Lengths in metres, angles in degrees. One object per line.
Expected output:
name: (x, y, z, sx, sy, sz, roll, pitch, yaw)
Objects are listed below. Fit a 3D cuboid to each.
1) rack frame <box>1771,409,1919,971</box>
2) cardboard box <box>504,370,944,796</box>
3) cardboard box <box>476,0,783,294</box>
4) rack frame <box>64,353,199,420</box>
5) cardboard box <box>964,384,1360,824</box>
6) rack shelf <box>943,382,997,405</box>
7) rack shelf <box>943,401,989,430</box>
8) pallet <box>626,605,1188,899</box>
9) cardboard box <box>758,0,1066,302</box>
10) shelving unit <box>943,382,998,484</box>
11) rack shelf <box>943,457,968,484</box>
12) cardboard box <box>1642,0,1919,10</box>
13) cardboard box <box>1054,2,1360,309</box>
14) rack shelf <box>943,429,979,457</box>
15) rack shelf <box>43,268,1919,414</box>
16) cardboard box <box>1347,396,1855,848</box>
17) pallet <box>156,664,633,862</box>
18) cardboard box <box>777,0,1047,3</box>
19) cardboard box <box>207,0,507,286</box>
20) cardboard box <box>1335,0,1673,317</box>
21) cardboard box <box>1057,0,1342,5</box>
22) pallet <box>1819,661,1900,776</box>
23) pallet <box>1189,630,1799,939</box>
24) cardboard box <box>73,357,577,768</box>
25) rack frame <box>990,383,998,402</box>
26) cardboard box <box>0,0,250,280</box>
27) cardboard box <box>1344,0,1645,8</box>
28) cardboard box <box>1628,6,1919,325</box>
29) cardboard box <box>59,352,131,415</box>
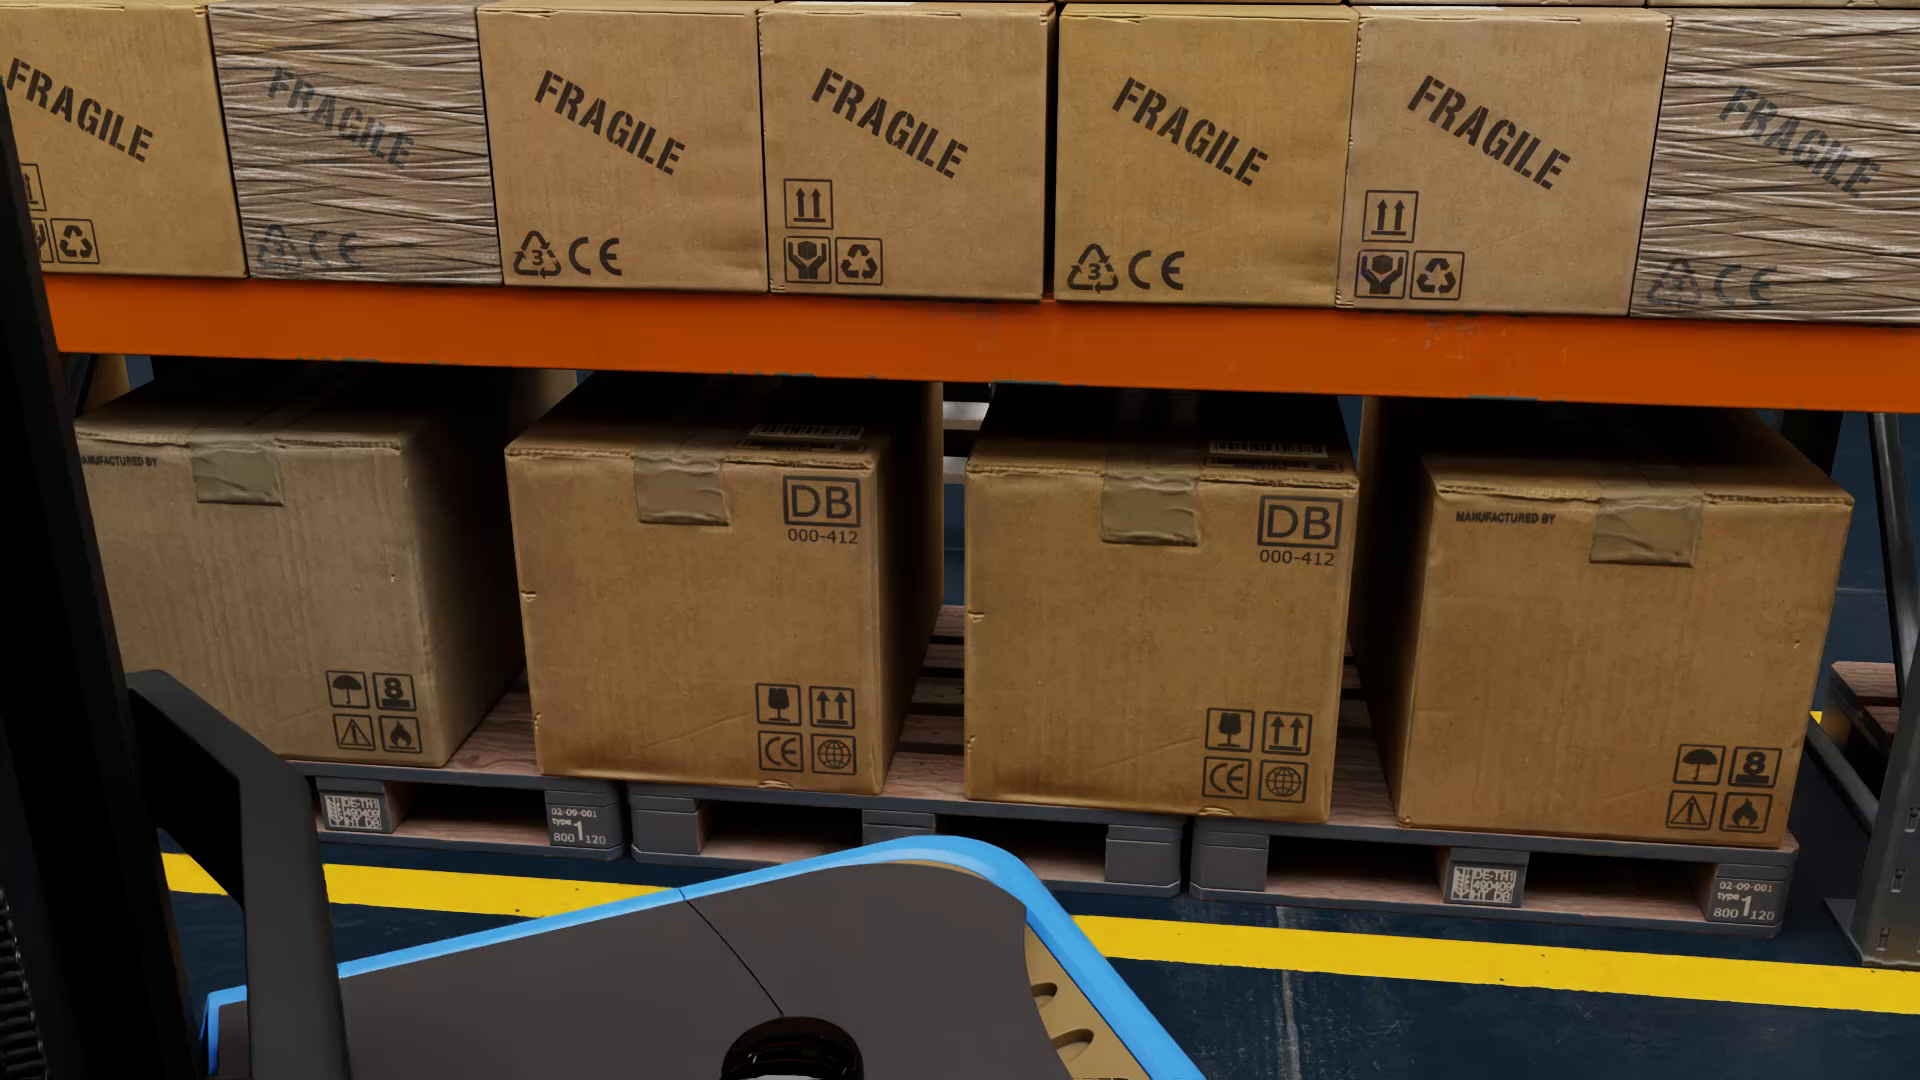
rack frame: (1.912, -0.728, 3.201, 0.127, 3.000, 1.000, 2, 22, 6)
cardboard box: (-0.476, -0.013, 3.881, 0.750, 0.750, 1.050, 2, 22, 6)
cardboard box: (-0.572, -0.782, 3.203, 0.500, 0.500, 0.500, 2, 22, 6)
rack frame: (-2.060, -0.901, 3.639, 0.127, 3.000, 1.000, 2, 22, 6)
cardboard box: (0.449, 0.027, 3.780, 0.750, 0.750, 1.050, 3, 22, 7)
rack shelf: (0.008, -0.471, 5.253, 0.200, 0.077, 0.258, 2, 22, 6)
rack shelf: (0.008, -0.387, 5.286, 0.200, 0.077, 0.258, 2, 22, 6)
pallet: (-0.070, 0.454, 4.005, 1.213, 0.211, 1.003, 2, 22, 6)
cardboard box: (-0.068, -0.760, 3.147, 0.500, 0.500, 0.500, 3, 22, 7)
shelving unit: (0.008, -0.418, 5.273, 0.210, 0.900, 0.258, 2, 22, 6)
rack shelf: (0.008, -0.220, 5.352, 0.200, 0.077, 0.258, 2, 22, 6)
cardboard box: (1.467, -1.262, 3.057, 0.500, 0.500, 0.700, 2, 22, 6)
cardboard box: (0.441, -0.740, 3.095, 0.500, 0.500, 0.500, 2, 22, 5)
rack shelf: (0.008, -0.303, 5.319, 0.200, 0.077, 0.258, 2, 22, 6)
rack shelf: (-0.074, -0.480, 3.552, 4.000, 0.370, 1.077, 2, 22, 6)
cardboard box: (1.318, 0.064, 3.687, 0.750, 0.750, 1.050, 2, 22, 6)
pallet: (-1.285, 0.402, 4.137, 1.213, 0.211, 1.003, 2, 22, 6)
cardboard box: (-0.053, -1.327, 3.221, 0.500, 0.500, 0.700, 2, 22, 6)
cardboard box: (-1.068, -0.805, 3.260, 0.500, 0.500, 0.500, 3, 22, 7)
cardboard box: (0.938, -0.718, 3.040, 0.500, 0.500, 0.500, 2, 22, 6)
cardboard box: (0.455, -1.305, 3.165, 0.500, 0.500, 0.700, 2, 22, 5)
pallet: (2.688, 0.603, 3.627, 1.213, 0.211, 1.003, 2, 22, 6)
pallet: (1.138, 0.507, 3.870, 1.213, 0.211, 1.003, 2, 22, 6)
cardboard box: (-1.433, -0.056, 3.990, 0.750, 0.750, 1.050, 2, 22, 6)
rack frame: (0.109, -0.414, 5.262, 0.006, 0.900, 0.240, 2, 22, 6)
cardboard box: (-1.570, -0.826, 3.314, 0.500, 0.500, 0.500, 3, 22, 7)
cardboard box: (0.965, -1.284, 3.111, 0.500, 0.500, 0.700, 2, 22, 6)
cardboard box: (1.433, -0.696, 2.984, 0.500, 0.500, 0.500, 2, 22, 6)
cardboard box: (-2.677, -0.161, 4.086, 0.875, 0.875, 0.875, 3, 22, 7)
